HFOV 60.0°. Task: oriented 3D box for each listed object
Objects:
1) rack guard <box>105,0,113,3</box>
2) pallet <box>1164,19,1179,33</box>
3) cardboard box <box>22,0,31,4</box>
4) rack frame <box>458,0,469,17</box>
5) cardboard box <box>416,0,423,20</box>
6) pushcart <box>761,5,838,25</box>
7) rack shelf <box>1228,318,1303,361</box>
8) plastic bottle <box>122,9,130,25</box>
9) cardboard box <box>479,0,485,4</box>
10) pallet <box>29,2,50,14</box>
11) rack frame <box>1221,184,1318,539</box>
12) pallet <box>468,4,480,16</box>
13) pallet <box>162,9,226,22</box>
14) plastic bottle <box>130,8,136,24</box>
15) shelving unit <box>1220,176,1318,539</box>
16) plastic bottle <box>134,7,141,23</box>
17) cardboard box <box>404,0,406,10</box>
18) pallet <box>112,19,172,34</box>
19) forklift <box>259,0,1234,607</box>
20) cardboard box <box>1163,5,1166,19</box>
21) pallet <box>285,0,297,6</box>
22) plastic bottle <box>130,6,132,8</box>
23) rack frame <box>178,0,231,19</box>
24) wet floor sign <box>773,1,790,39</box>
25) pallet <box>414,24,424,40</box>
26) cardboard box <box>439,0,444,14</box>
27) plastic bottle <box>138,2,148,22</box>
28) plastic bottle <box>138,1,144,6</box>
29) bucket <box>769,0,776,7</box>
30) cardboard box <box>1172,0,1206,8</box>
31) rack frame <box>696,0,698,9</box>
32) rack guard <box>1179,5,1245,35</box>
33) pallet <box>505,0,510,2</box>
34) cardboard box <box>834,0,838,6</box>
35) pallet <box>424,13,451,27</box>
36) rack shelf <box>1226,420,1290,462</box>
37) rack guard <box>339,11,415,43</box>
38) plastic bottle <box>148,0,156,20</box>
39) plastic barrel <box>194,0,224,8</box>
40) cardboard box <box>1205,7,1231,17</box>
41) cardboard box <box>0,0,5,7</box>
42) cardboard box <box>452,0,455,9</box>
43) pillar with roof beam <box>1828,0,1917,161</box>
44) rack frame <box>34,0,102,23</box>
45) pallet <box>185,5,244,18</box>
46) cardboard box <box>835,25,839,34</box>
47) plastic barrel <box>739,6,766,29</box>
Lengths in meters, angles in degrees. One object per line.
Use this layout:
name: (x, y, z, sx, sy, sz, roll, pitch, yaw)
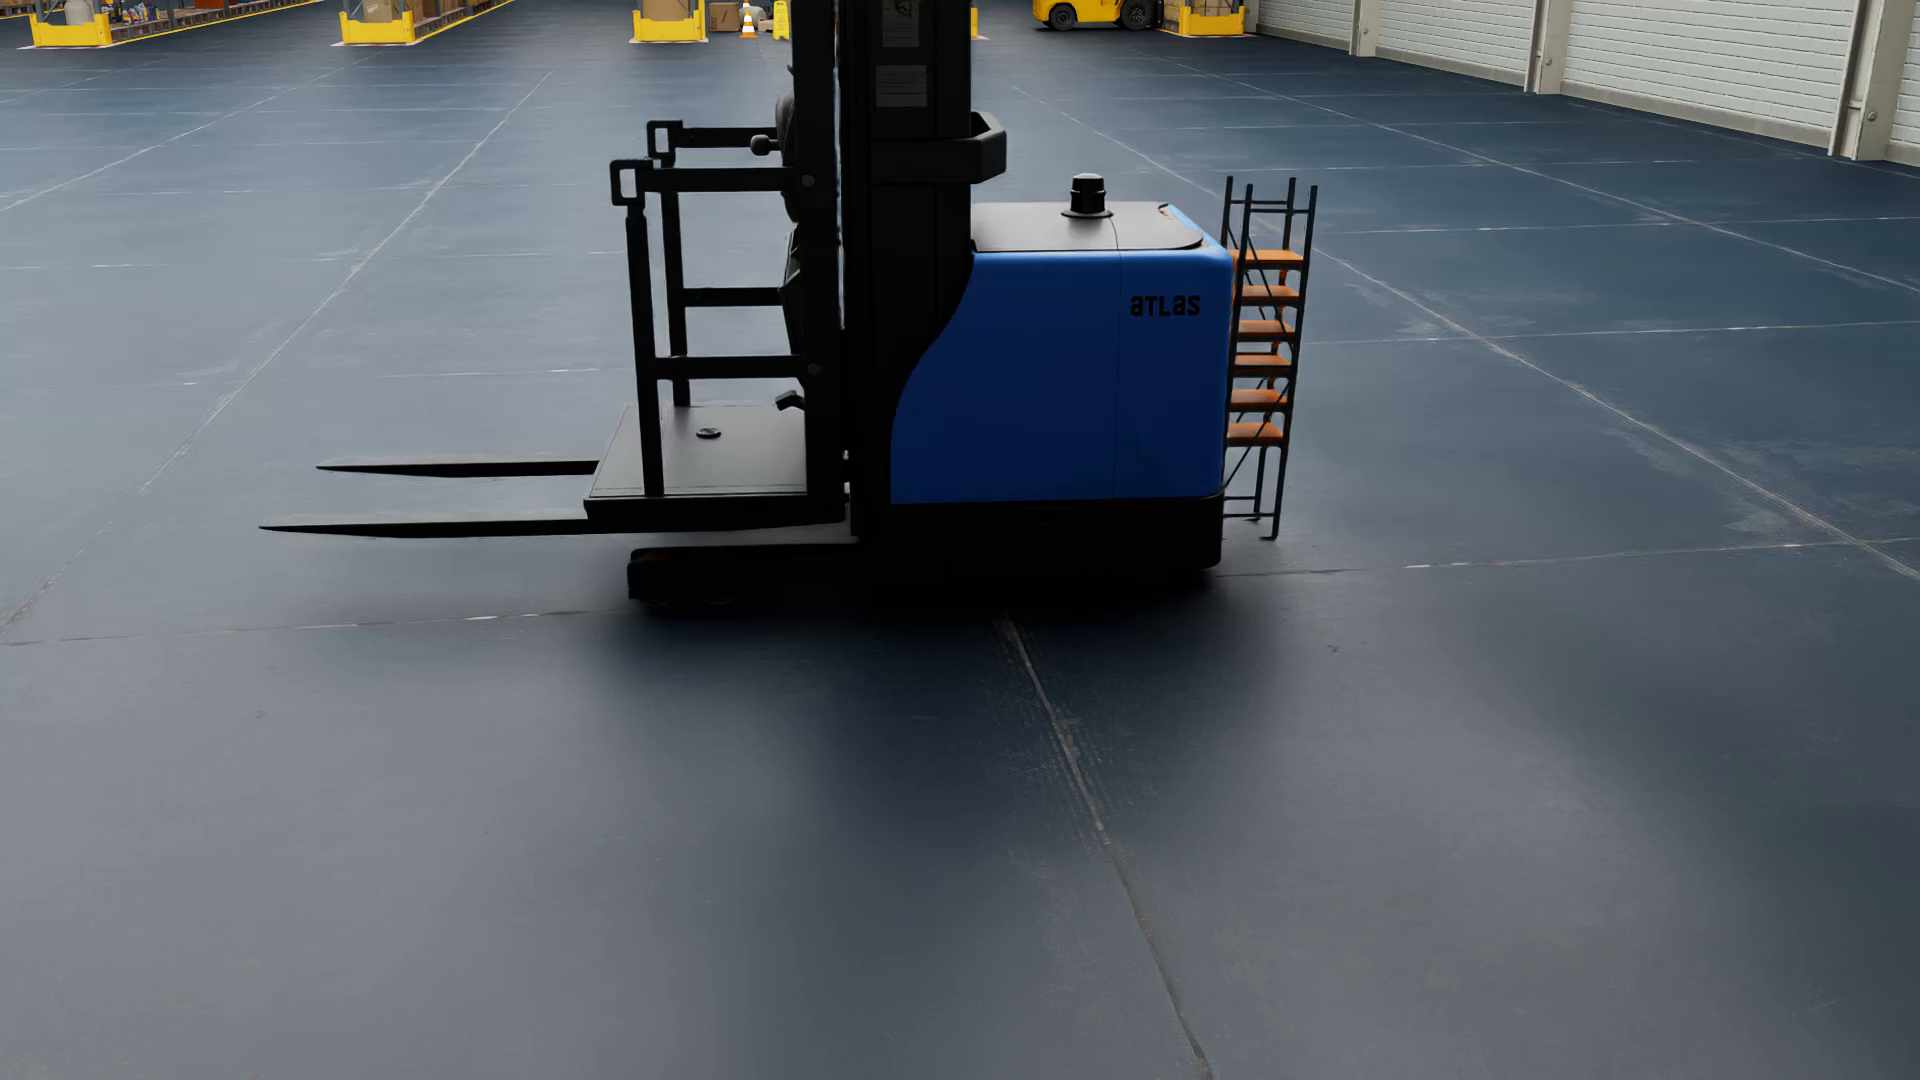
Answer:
rack guard: (-22.169, -13.872, 42.143, 1.175, 0.500, 0.348, -3, 21, -8)
pallet: (4.496, -9.736, 31.482, 1.003, 0.211, 1.213, -3, 21, -8)
cardboard box: (-21.113, -12.218, 37.086, 0.500, 0.500, 0.500, -3, 21, -7)
rack frame: (-11.223, -12.798, 35.695, 1.000, 3.000, 0.127, -3, 21, -8)
cardboard box: (-10.538, -10.100, 31.444, 0.500, 0.500, 0.500, 4, 21, 9)
pushcart: (-3.089, -10.552, 33.430, 1.648, 0.377, 0.936, -11, 23, -26)
rack shelf: (0.988, -0.672, 5.567, 0.258, 0.103, 0.180, -2, 20, -11)
plastic bottle: (-14.924, -9.350, 29.733, 0.097, 0.271, 0.097, 0, 20, 0)
cardboard box: (-11.423, -12.548, 37.463, 1.225, 0.875, 0.875, -3, 21, -8)
pallet: (-21.448, -12.099, 37.808, 1.003, 0.211, 1.213, -3, 21, -8)
rack frame: (1.002, -0.570, 5.508, 0.240, 1.200, 0.006, -2, 20, -11)
pallet: (-11.262, -11.769, 36.924, 1.003, 0.211, 1.213, -3, 21, -8)
pallet: (-16.051, -10.972, 34.790, 1.003, 0.211, 1.213, -3, 21, -8)
plastic bottle: (-14.973, -9.468, 30.051, 0.097, 0.271, 0.097, 0, 20, 0)
shelving unit: (0.985, -0.601, 5.592, 0.258, 1.200, 0.189, -2, 20, -11)
plastic bottle: (-15.017, -9.573, 30.331, 0.097, 0.271, 0.097, 0, 20, 0)
cardboard box: (-10.263, -9.476, 29.773, 0.500, 0.500, 0.500, 2, 21, 6)
pallet: (-15.492, -9.622, 31.178, 1.003, 0.211, 1.213, -3, 21, -8)
forklift: (-0.702, -1.358, 5.164, 3.031, 2.935, 1.130, -1, 21, -4)
cardboard box: (4.142, -10.181, 32.018, 0.500, 0.250, 0.500, -3, 21, -7)
pallet: (-17.024, -13.303, 41.032, 1.003, 0.211, 1.213, -3, 21, -8)
plastic bottle: (-15.181, -9.648, 30.515, 0.061, 0.283, 0.133, -3, 21, -8)
rack frame: (-16.124, -12.548, 35.026, 1.000, 3.000, 0.127, -3, 21, -8)
wet floor sign: (-3.184, -9.230, 29.507, 0.267, 0.644, 0.232, -7, 21, -17)
pallet: (-10.163, -9.031, 29.595, 1.003, 0.211, 1.213, -3, 21, -8)
cardboard box: (-10.764, -10.828, 33.364, 0.700, 0.500, 0.500, -3, 21, -8)
plastic bottle: (-15.095, -9.742, 30.669, 0.144, 0.351, 0.185, -3, 21, -8)
plastic bottle: (-15.312, -9.913, 31.127, 0.144, 0.351, 0.185, -3, 21, -8)
bucket: (-3.423, -10.876, 33.055, 0.726, 0.611, 0.620, 4, 11, 11)
cardboard box: (4.268, -10.075, 31.020, 0.500, 0.250, 0.500, -3, 21, -8)
rack frame: (-6.300, -13.013, 36.271, 1.000, 3.000, 0.127, -3, 21, -8)
rack guard: (4.651, -9.600, 30.706, 1.175, 0.500, 0.348, -3, 21, -8)
pallet: (-12.184, -13.989, 42.868, 1.003, 0.211, 1.213, -3, 21, -8)
cardboard box: (-2.597, -10.997, 33.362, 0.500, 0.500, 0.500, -3, 21, -8)
pallet: (-10.760, -10.376, 33.196, 1.003, 0.211, 1.213, -3, 21, -8)
rack shelf: (0.972, -0.334, 5.689, 0.258, 0.103, 0.180, -2, 20, -11)
rack guard: (-10.081, -8.884, 28.787, 1.175, 0.500, 0.348, -3, 21, -8)
plastic bottle: (-15.170, -9.920, 31.146, 0.144, 0.351, 0.185, -3, 21, -9)
plastic barrel: (-16.212, -11.897, 35.783, 0.600, 0.830, 0.708, -3, 21, -8)
cardboard box: (4.771, -9.868, 31.180, 0.500, 0.250, 0.500, -3, 21, -8)
cardboard box: (-20.890, -11.688, 35.666, 0.500, 0.500, 0.500, -4, 21, -10)
cardboard box: (-11.014, -11.411, 34.924, 0.700, 0.500, 0.500, -5, 21, -12)
pillar with roof beam: (3.774, -7.427, 12.741, 9.100, 9.000, 0.400, -3, 21, -8)
rack frame: (-14.971, -9.778, 27.610, 1.000, 3.000, 0.127, -3, 21, -8)
pallet: (-16.279, -11.513, 36.239, 1.003, 0.211, 1.213, -3, 21, -8)
cardboard box: (-2.451, -9.544, 31.057, 0.380, 0.149, 0.250, 8, 22, 20)
plastic barrel: (-4.042, -10.106, 32.169, 0.512, 0.421, 0.421, 12, 24, 30)
